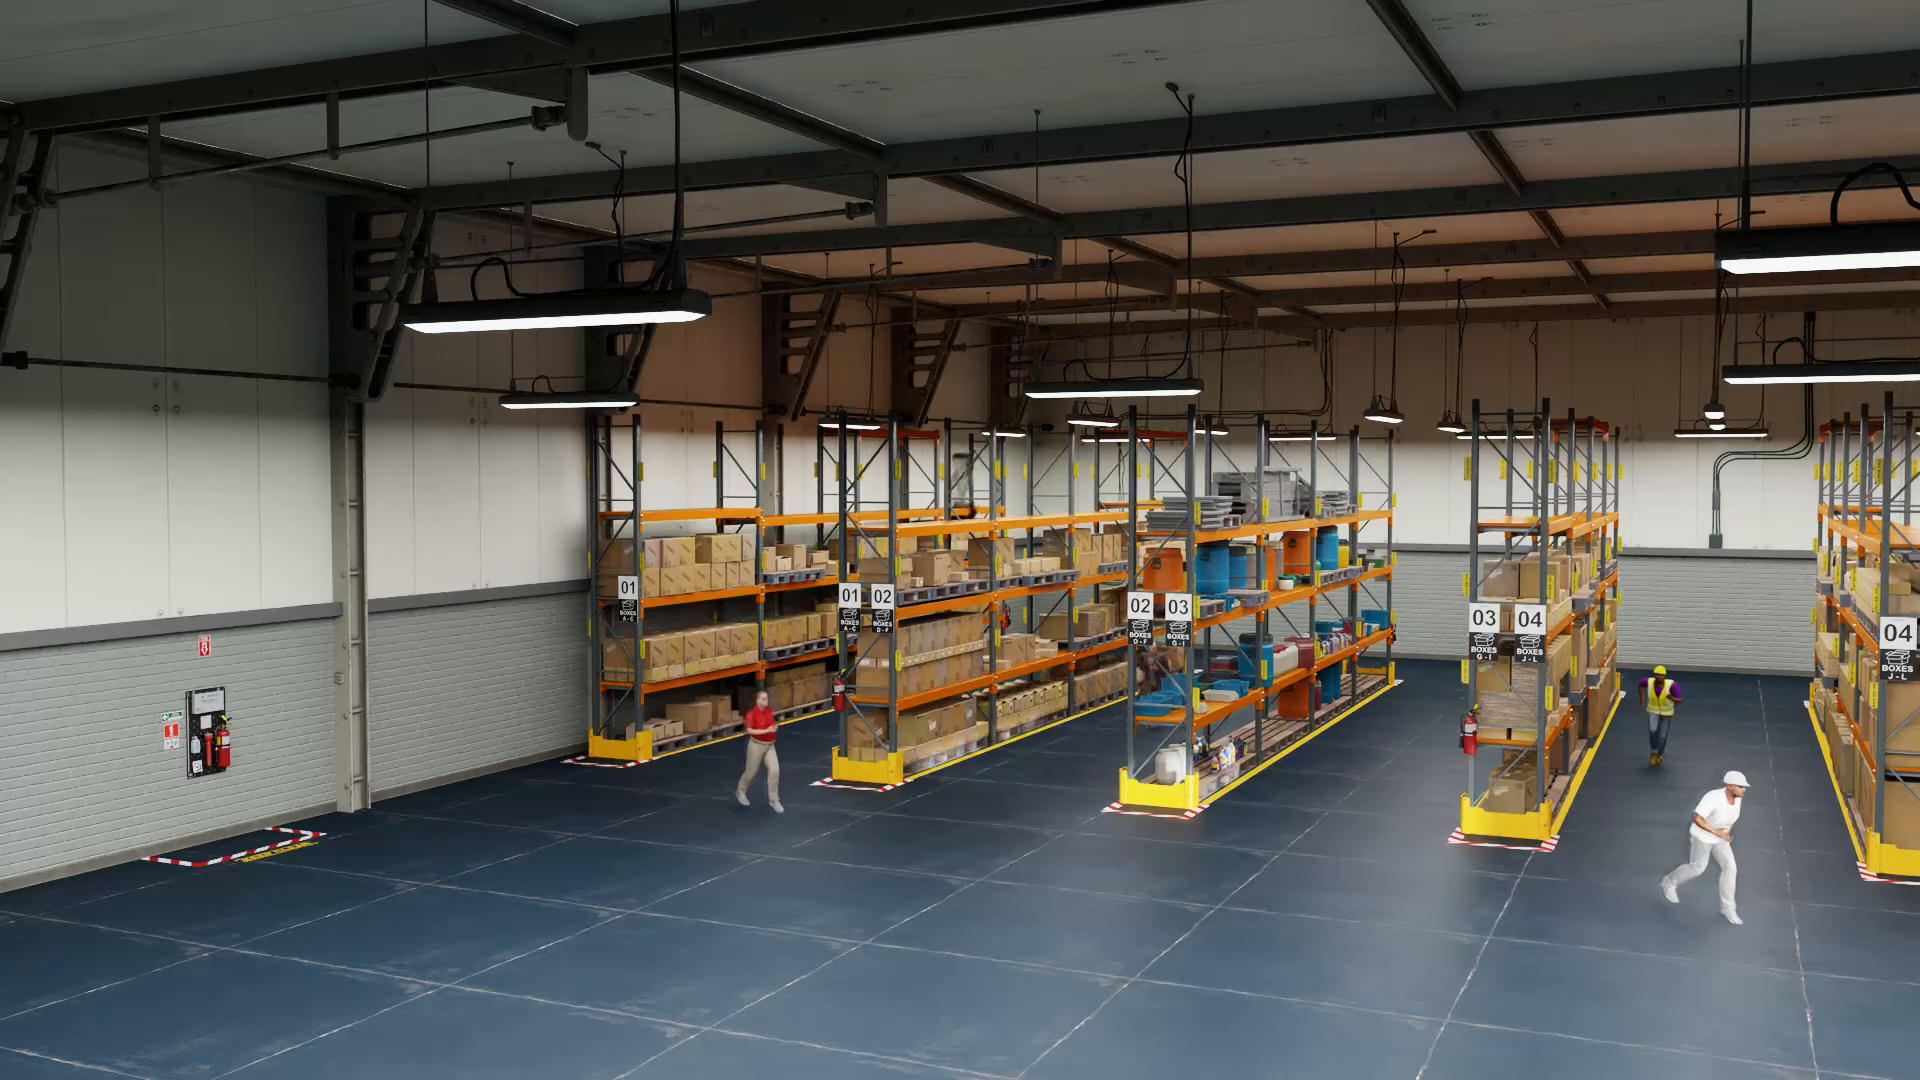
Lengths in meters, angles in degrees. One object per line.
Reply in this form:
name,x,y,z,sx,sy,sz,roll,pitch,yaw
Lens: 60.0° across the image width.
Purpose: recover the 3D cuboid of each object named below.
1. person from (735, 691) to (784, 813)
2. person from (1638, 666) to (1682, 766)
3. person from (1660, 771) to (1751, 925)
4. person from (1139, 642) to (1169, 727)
person,-2.969,3.112,24.601,0.915,1.768,0.642,2,3,43
person,11.892,2.972,28.283,0.683,1.711,0.915,1,3,21
person,8.412,3.406,18.774,0.744,1.715,1.057,-2,3,-34
person,3.740,2.848,32.193,0.690,1.620,0.946,1,3,21
